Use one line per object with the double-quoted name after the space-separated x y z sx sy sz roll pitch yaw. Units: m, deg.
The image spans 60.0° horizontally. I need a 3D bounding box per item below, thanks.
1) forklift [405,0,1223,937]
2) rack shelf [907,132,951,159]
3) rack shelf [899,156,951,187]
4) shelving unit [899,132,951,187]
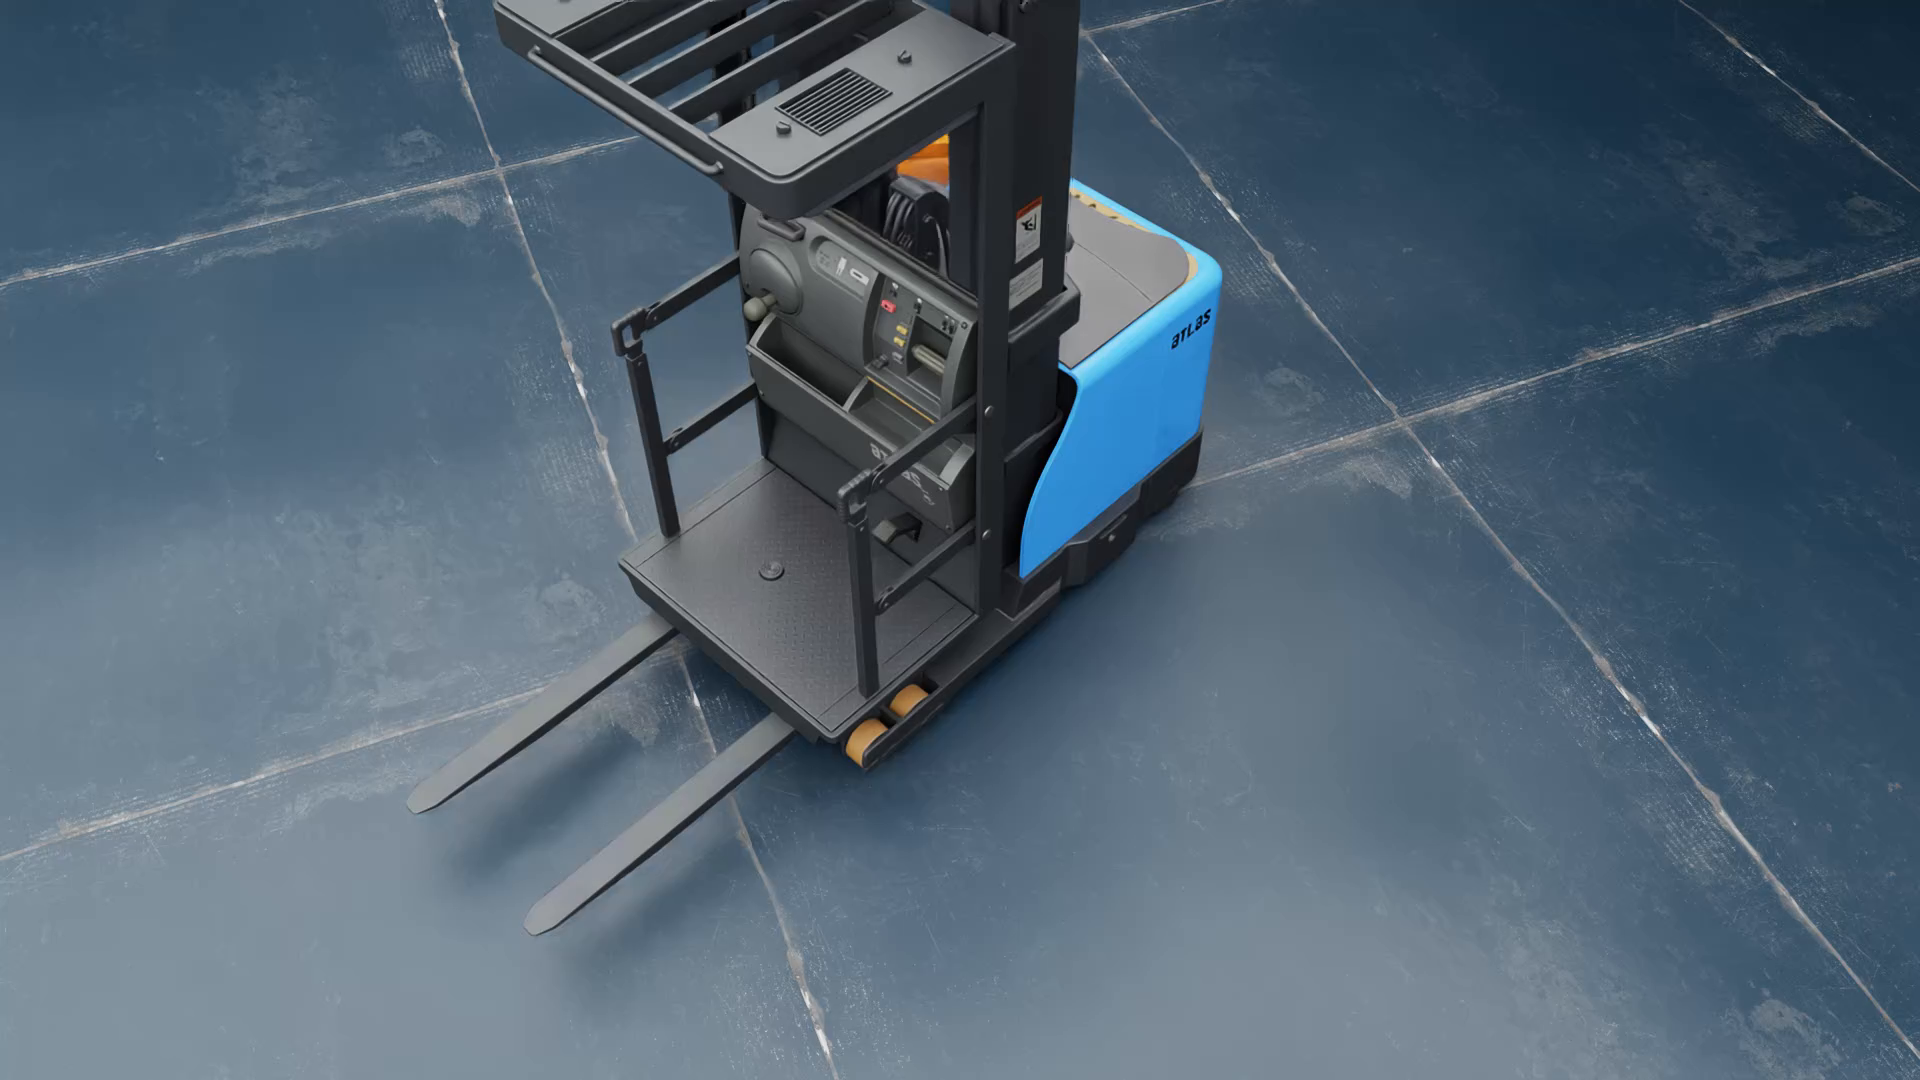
-0.468 -0.637 4.865 1.130 2.935 3.031 36 58 27 "forklift"
-0.097 -1.510 6.238 0.480 0.148 0.258 -5 50 -4 "rack shelf"
-0.097 -1.357 6.418 0.480 0.148 0.258 -5 50 -4 "rack shelf"
-0.097 -1.255 6.536 0.503 1.200 0.258 -5 50 -4 "shelving unit"
